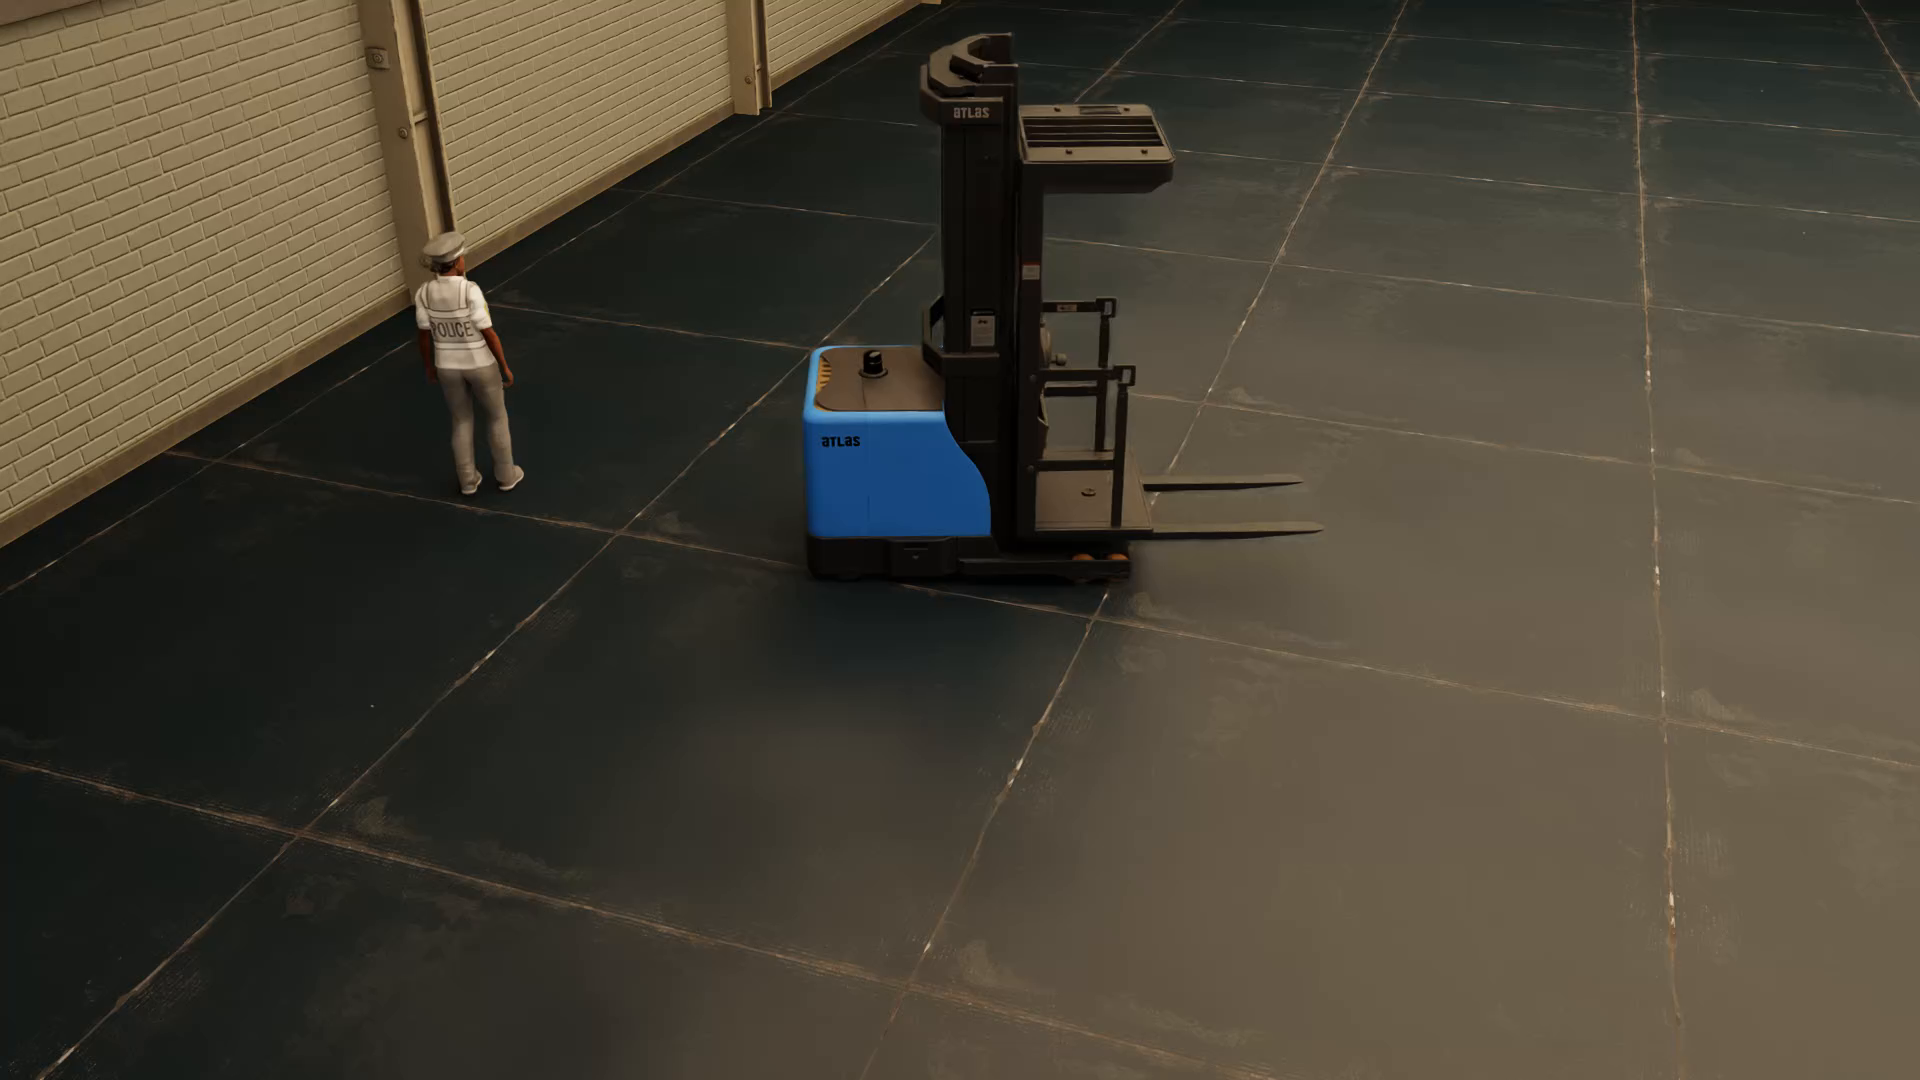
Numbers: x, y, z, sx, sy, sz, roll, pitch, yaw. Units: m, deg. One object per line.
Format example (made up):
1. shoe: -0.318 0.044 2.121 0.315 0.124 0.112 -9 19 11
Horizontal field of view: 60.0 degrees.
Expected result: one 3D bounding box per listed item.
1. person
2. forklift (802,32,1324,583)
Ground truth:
1. person: -3.038 -1.084 10.310 0.557 1.678 0.384 2 30 3
2. forklift: 0.615 -1.287 9.395 3.031 2.935 1.130 -1 30 -1
